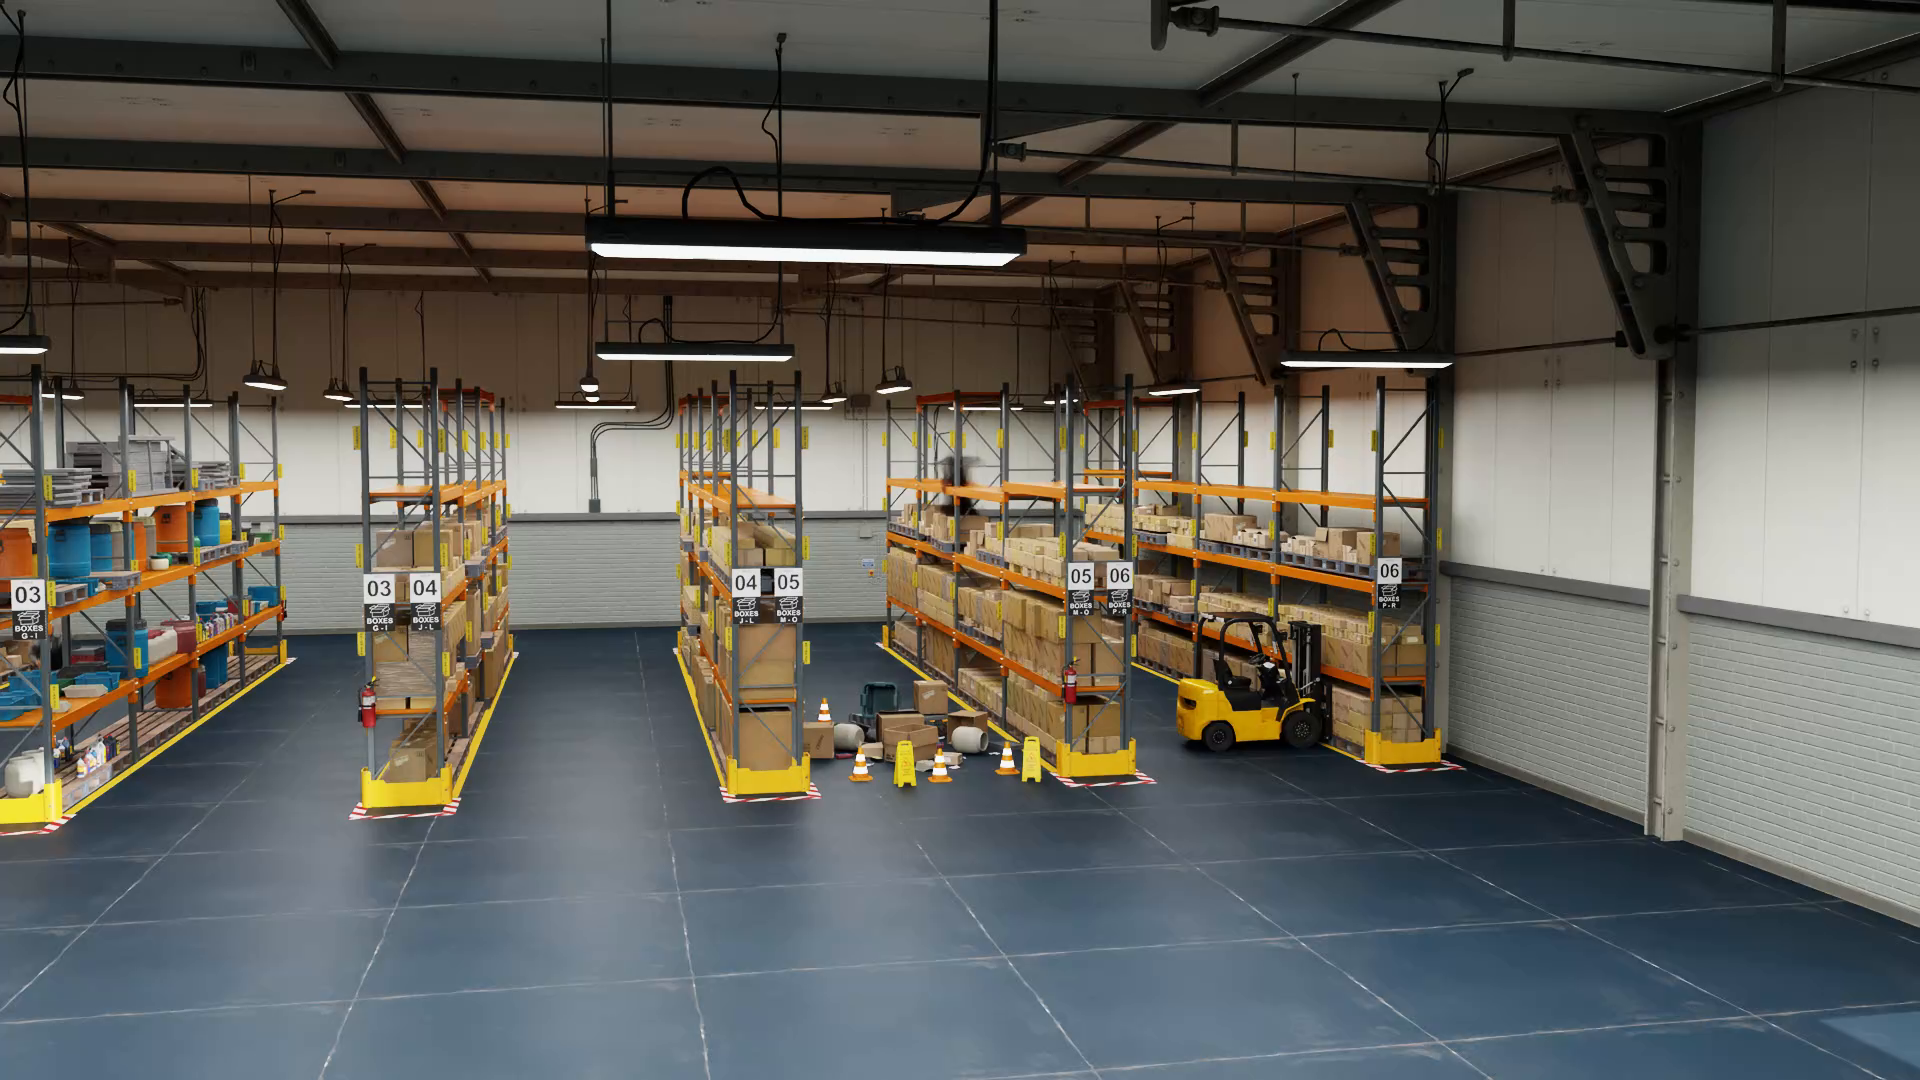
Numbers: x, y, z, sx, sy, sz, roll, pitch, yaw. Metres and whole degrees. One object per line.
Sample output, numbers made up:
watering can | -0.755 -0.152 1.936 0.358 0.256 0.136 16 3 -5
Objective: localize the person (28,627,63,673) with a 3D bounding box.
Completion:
person | -16.613 2.373 30.338 0.654 1.673 0.757 -1 4 -22
